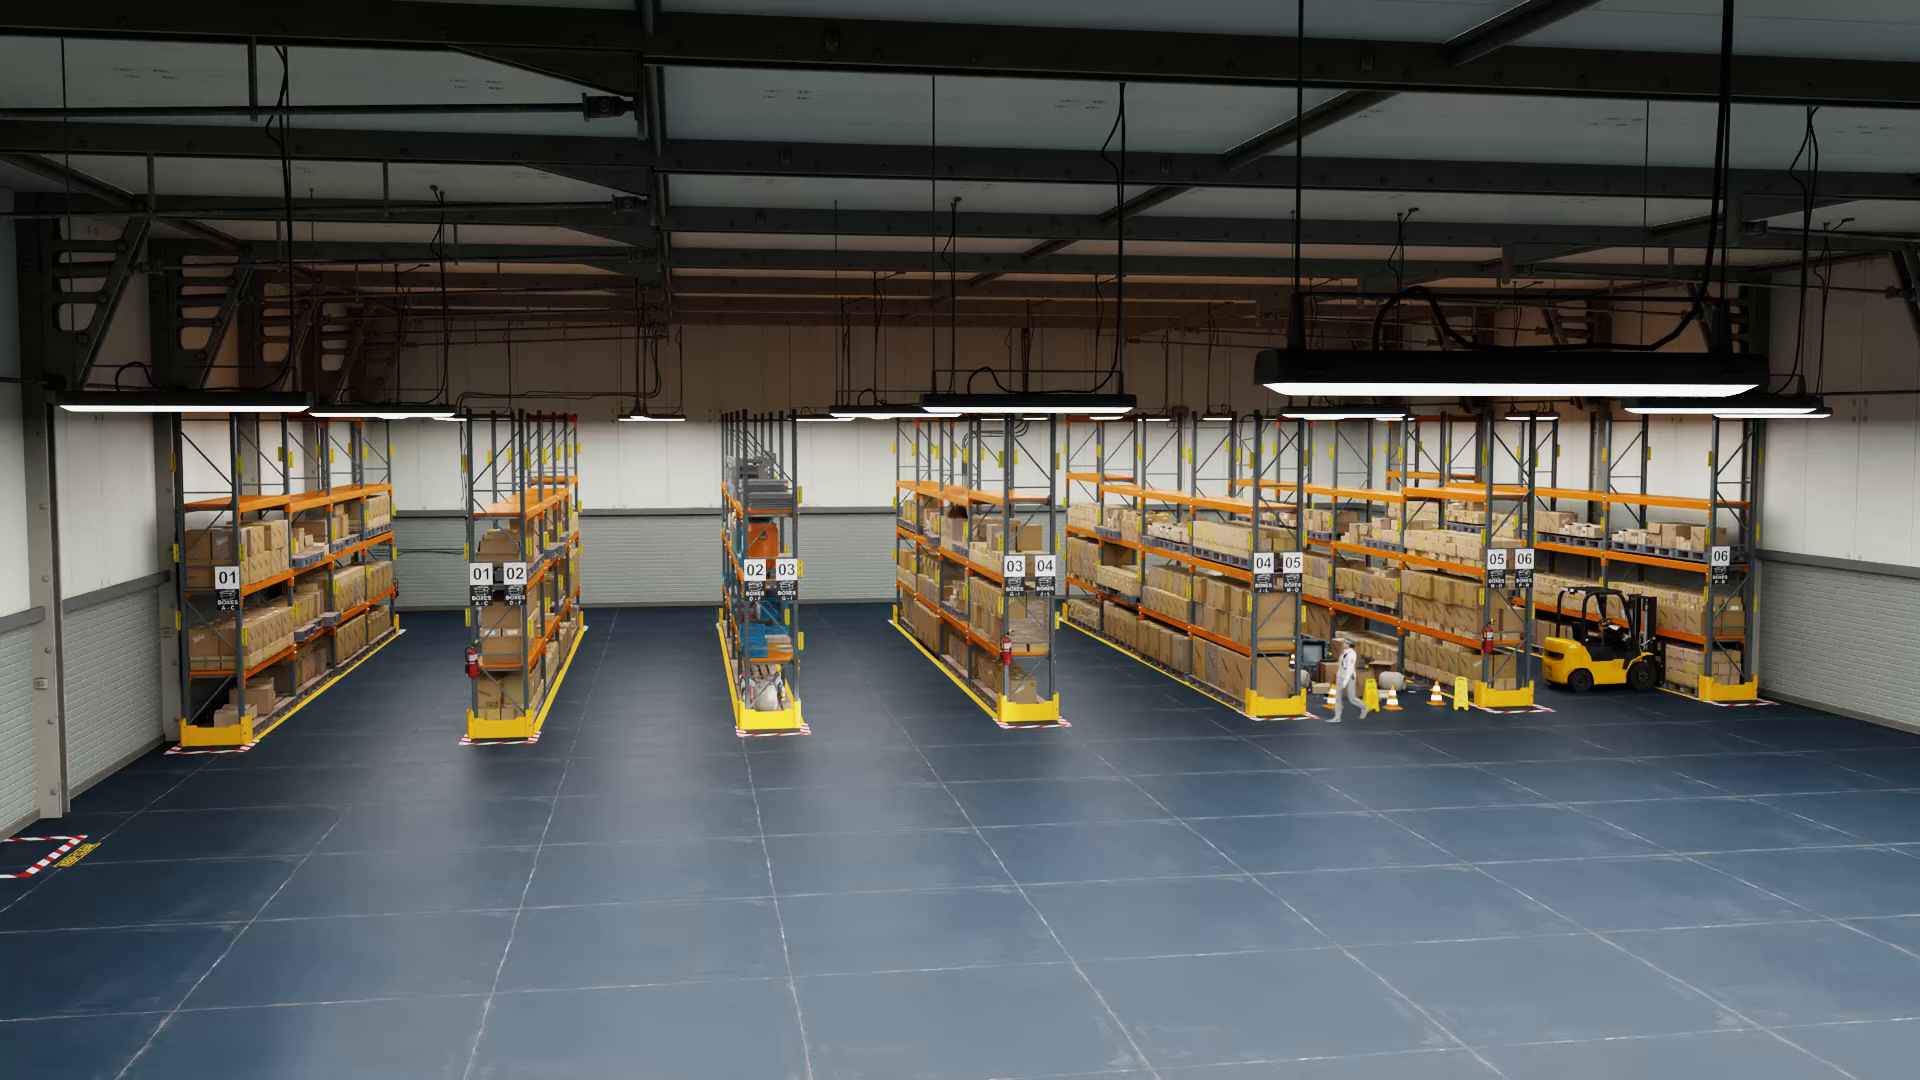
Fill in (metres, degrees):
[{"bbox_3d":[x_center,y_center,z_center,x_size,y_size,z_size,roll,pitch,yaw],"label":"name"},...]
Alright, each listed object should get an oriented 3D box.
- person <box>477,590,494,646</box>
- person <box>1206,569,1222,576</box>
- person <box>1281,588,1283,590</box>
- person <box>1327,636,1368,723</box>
[{"bbox_3d":[-12.345,1.869,43.296,0.765,1.808,0.878,-1,4,-9],"label":"person"},{"bbox_3d":[8.046,1.142,52.903,0.512,1.793,0.516,-3,5,-33],"label":"person"},{"bbox_3d":[8.102,2.011,41.863,0.425,1.614,0.456,1,4,9],"label":"person"},{"bbox_3d":[7.451,2.660,31.880,0.818,1.672,0.425,-3,5,-34],"label":"person"}]
